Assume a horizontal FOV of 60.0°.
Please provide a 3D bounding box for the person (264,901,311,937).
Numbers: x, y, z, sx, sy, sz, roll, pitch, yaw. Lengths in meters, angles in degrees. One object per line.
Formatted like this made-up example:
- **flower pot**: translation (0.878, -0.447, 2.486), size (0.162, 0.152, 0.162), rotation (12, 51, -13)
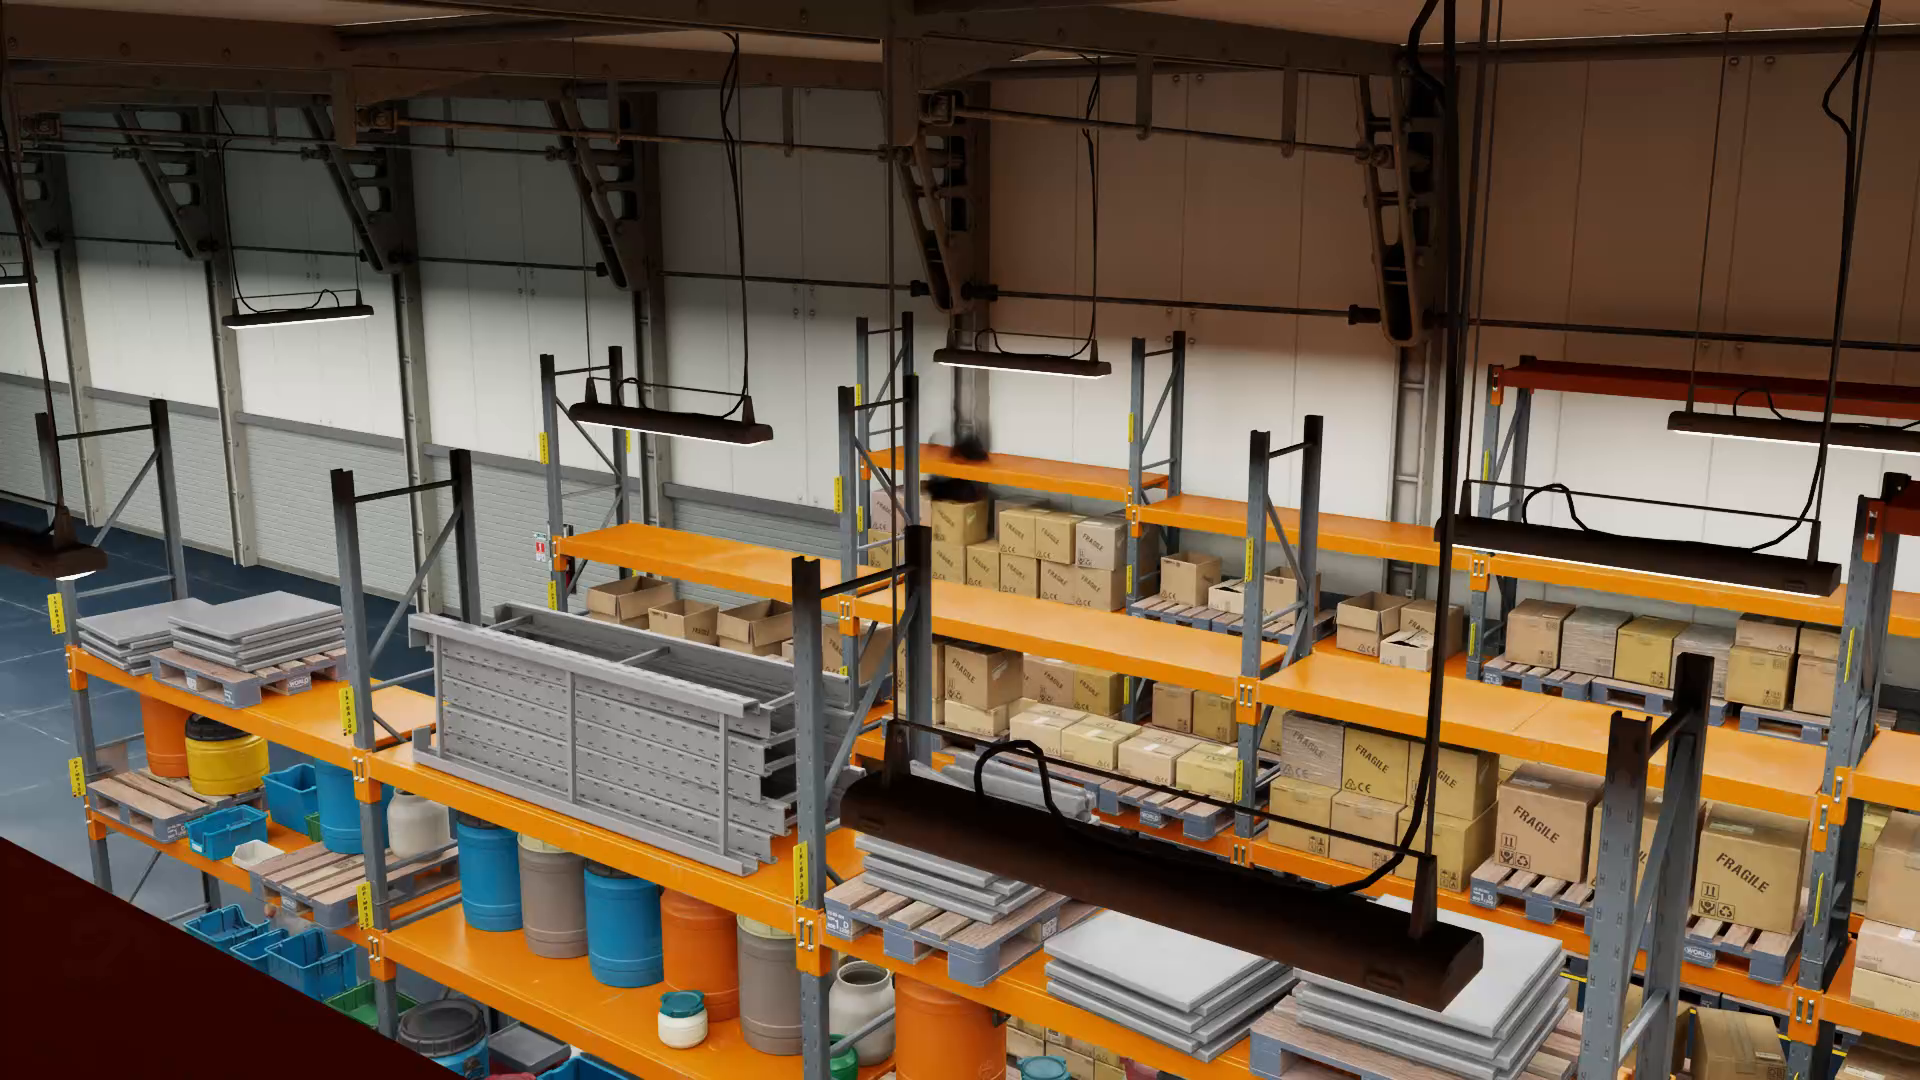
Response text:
- **person**: translation (-6.386, 3.681, 15.830), size (0.529, 1.647, 0.577), rotation (4, 14, 17)

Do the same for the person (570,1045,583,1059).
- **person**: translation (-3.217, 4.154, 13.528), size (0.689, 1.743, 0.683), rotation (7, 15, 28)
